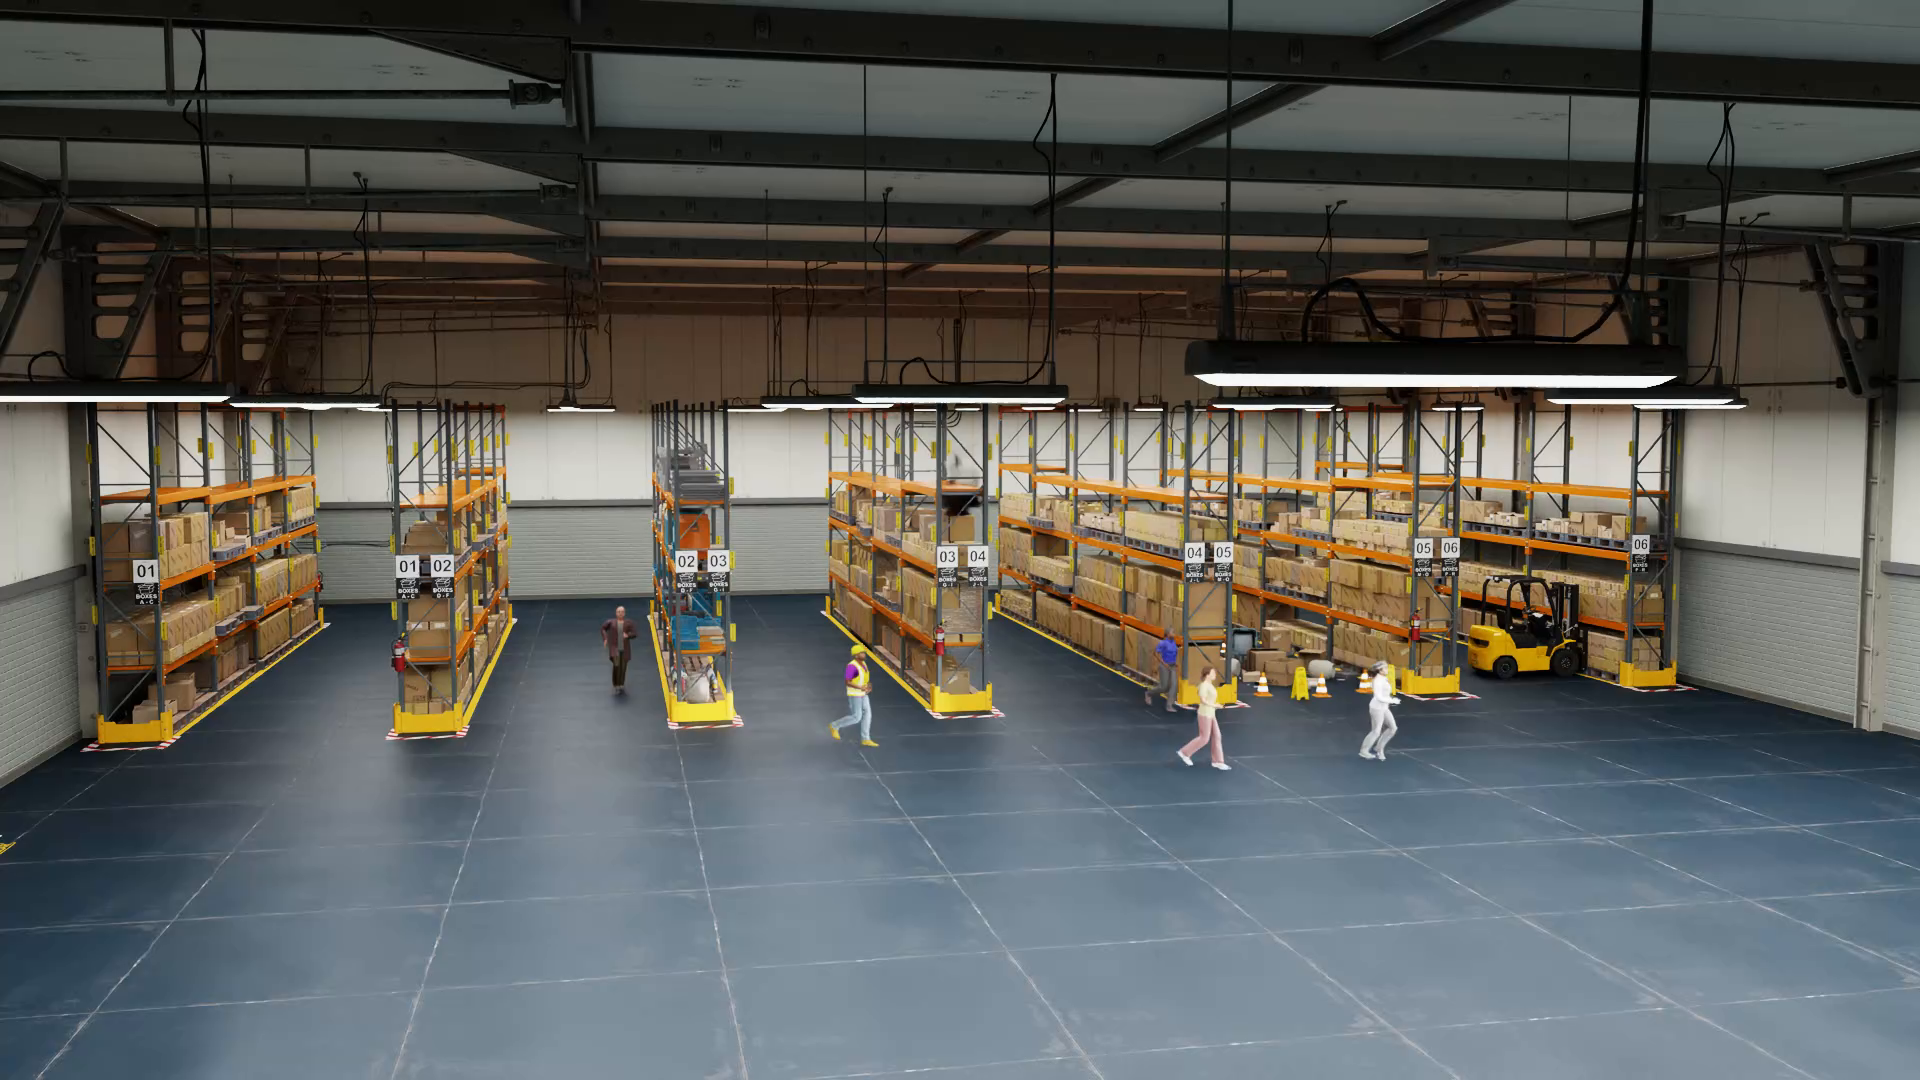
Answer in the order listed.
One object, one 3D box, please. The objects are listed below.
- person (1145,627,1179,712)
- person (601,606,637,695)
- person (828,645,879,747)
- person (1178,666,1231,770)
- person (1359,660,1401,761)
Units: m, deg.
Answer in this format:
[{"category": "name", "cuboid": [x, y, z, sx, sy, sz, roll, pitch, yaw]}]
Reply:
[{"category": "person", "cuboid": [4.031, 2.495, 32.270, 0.643, 1.605, 0.765, -4, 6, -43]}, {"category": "person", "cuboid": [-6.970, 2.270, 34.110, 0.685, 1.815, 0.746, -2, 5, -21]}, {"category": "person", "cuboid": [-1.816, 2.690, 28.801, 0.862, 1.760, 0.708, 2, 5, 19]}, {"category": "person", "cuboid": [3.957, 2.864, 26.880, 0.846, 1.686, 0.597, 1, 5, 17]}, {"category": "person", "cuboid": [6.962, 2.819, 27.494, 0.674, 1.714, 0.628, 2, 5, 28]}]
